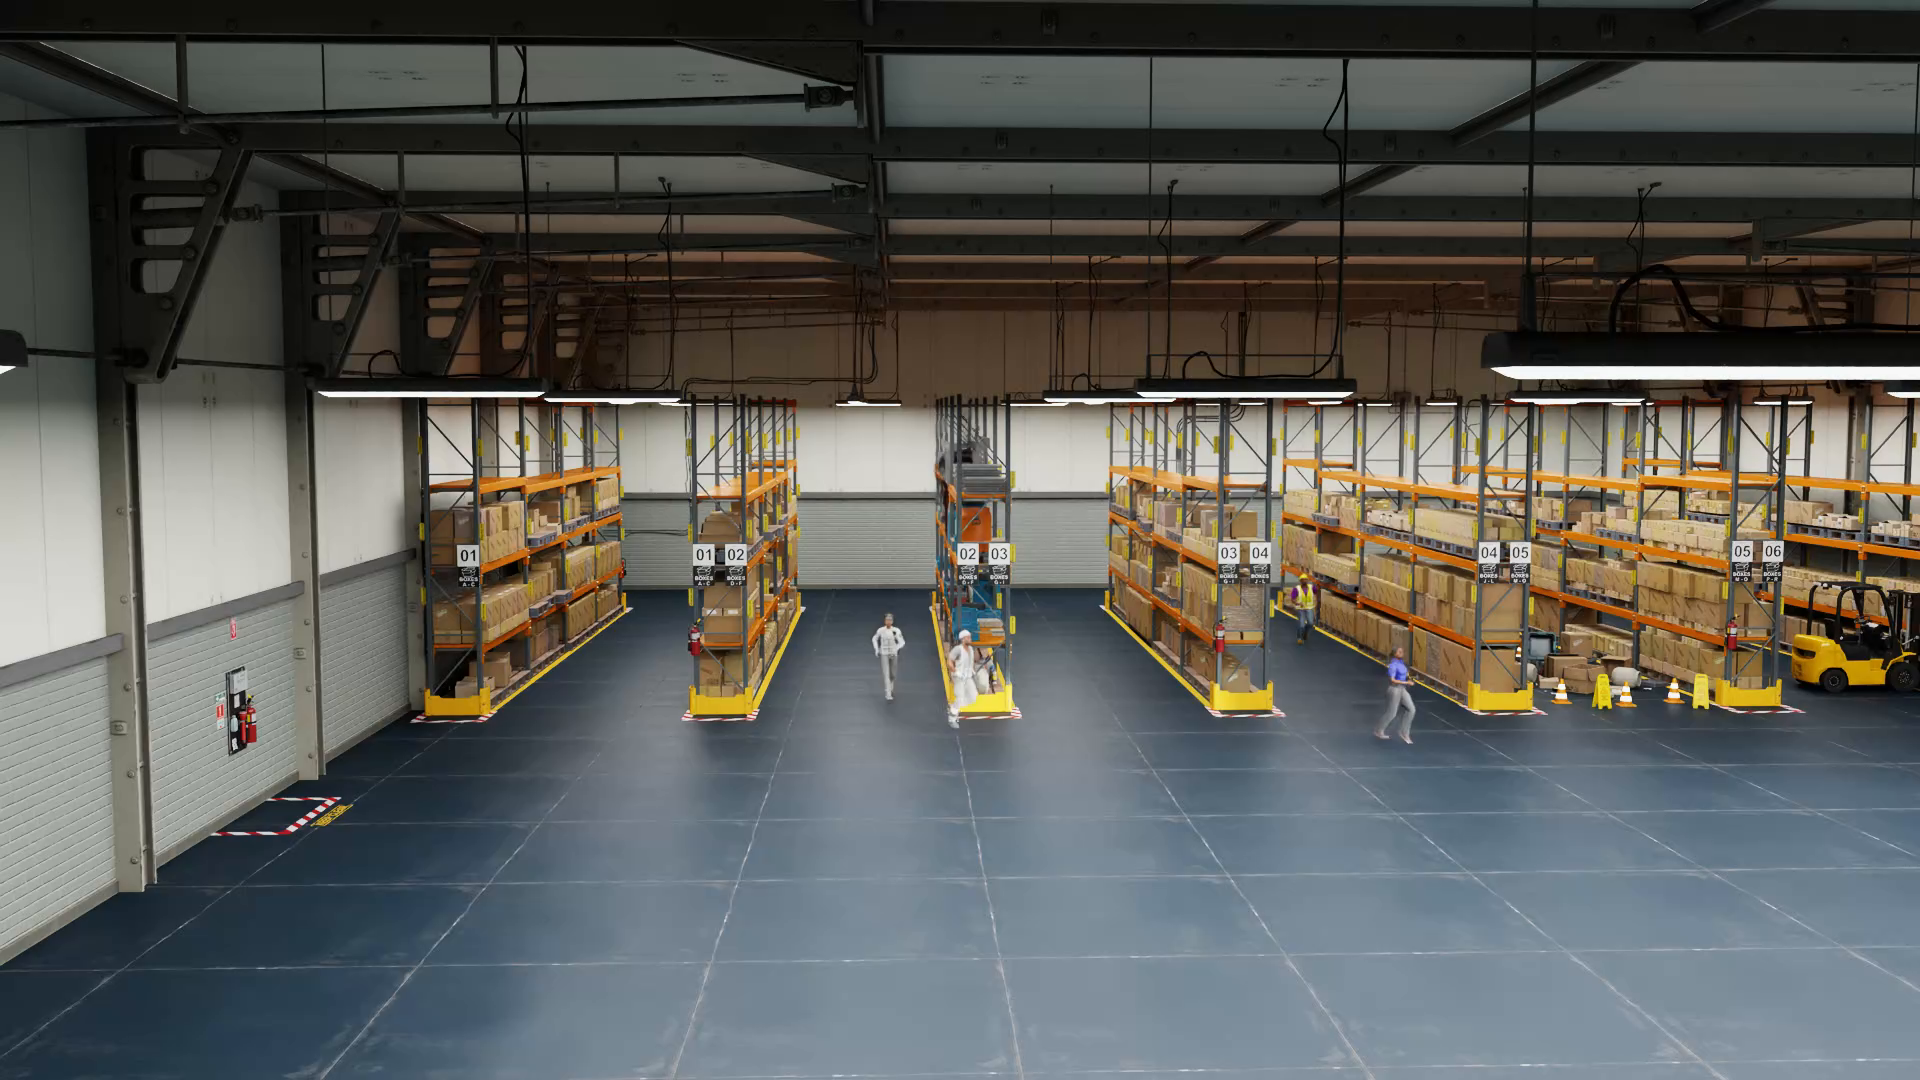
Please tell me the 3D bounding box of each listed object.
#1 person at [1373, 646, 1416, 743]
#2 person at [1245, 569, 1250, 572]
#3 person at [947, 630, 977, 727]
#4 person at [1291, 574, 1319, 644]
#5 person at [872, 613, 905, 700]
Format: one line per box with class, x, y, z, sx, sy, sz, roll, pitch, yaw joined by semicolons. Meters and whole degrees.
person;7.496;2.663;28.602;0.726;1.705;0.576;4;6;39
person;7.973;1.232;46.563;0.617;1.704;0.663;0;5;5
person;0.078;2.500;30.113;0.538;1.730;0.716;4;6;44
person;8.379;1.682;40.315;0.726;1.714;0.743;0;4;2
person;-1.416;2.279;33.000;0.642;1.671;0.846;0;5;-6
